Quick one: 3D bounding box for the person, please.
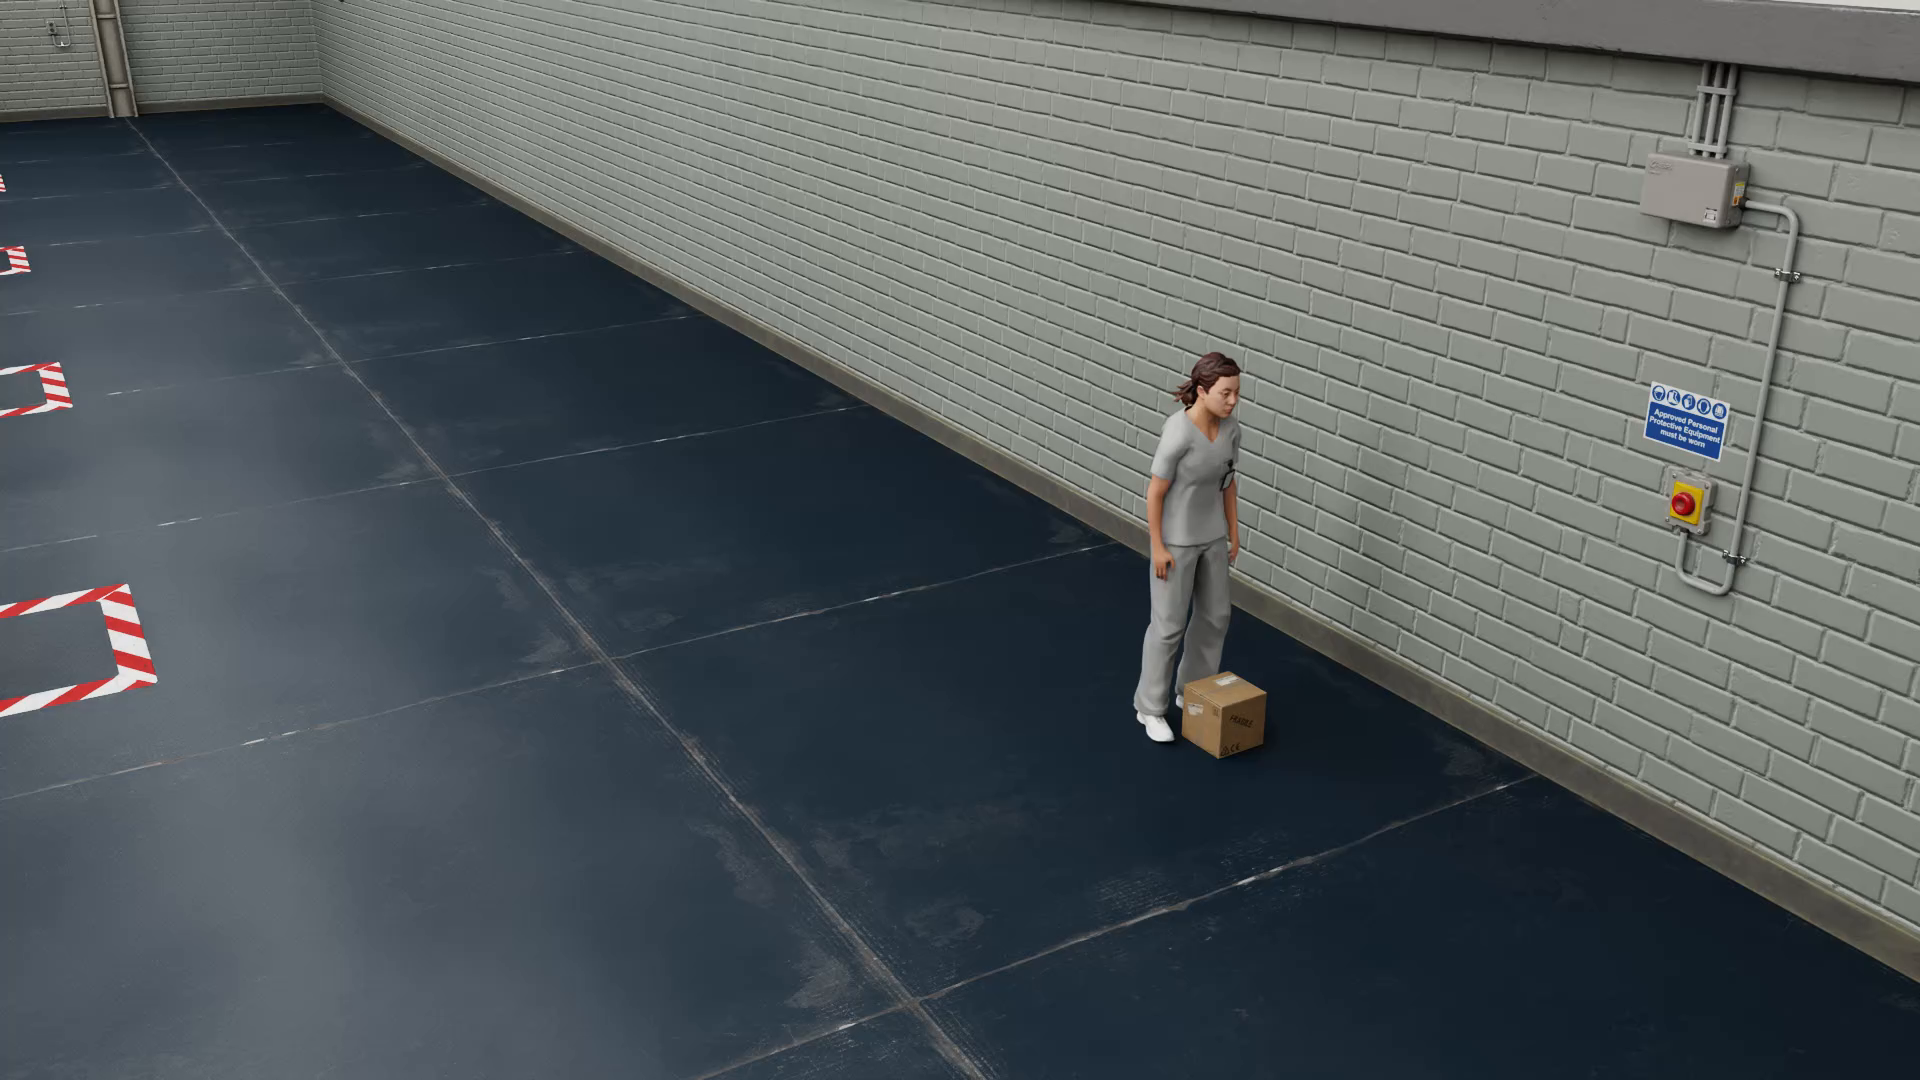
[{"bbox_3d":[0.988,0.012,7.061,0.511,1.671,0.362,-14,26,-31],"label":"person"}]
